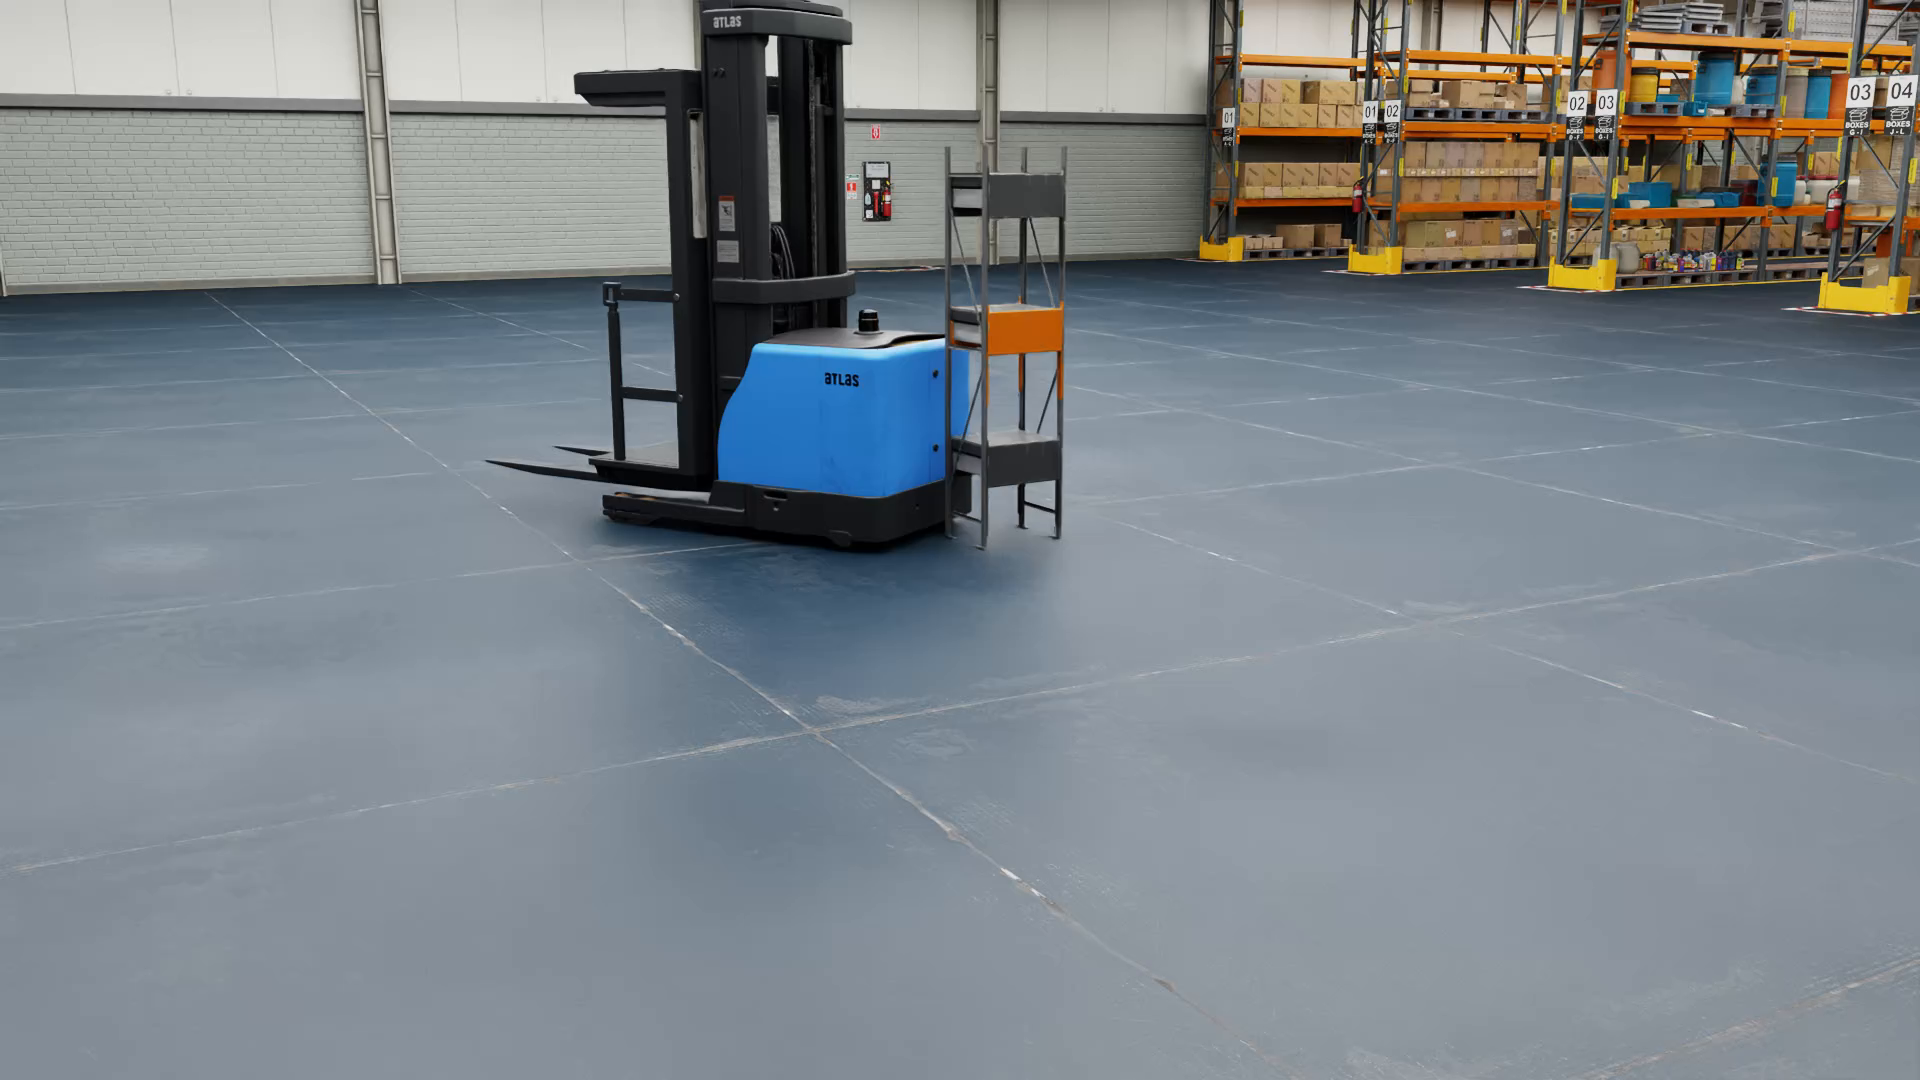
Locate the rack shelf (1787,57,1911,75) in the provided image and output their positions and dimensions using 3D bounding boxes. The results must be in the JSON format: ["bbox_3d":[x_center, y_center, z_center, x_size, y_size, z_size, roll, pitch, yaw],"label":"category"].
[{"bbox_3d":[20.301,-10.684,37.733,4.000,0.370,1.077,-7,14,-28],"label":"rack shelf"}]

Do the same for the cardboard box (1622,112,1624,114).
[{"bbox_3d":[13.704,-8.898,34.370,0.500,0.250,0.500,-7,15,-29],"label":"cardboard box"}]

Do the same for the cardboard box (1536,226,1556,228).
[{"bbox_3d":[12.195,-6.348,34.515,0.500,0.311,0.500,-6,14,-26],"label":"cardboard box"}]

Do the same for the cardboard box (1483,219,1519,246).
[{"bbox_3d":[10.777,-6.146,33.183,0.500,0.500,0.500,-7,14,-28],"label":"cardboard box"}]

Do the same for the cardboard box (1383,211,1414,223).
[{"bbox_3d":[10.170,-7.501,38.589,0.500,0.250,0.500,-7,15,-29],"label":"cardboard box"}]

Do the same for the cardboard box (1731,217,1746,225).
[{"bbox_3d":[17.126,-7.151,37.036,0.500,0.250,0.500,-7,14,-28],"label":"cardboard box"}]

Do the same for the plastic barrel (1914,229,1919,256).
[{"bbox_3d":[18.817,-5.725,32.254,0.708,0.588,0.600,-7,14,-28],"label":"plastic barrel"}]

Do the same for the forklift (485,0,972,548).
[{"bbox_3d":[-1.466,-1.603,9.556,3.031,2.935,1.130,7,15,29],"label":"forklift"}]

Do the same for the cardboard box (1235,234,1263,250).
[{"bbox_3d":[6.286,-6.549,36.501,0.500,0.311,0.500,-9,15,-34],"label":"cardboard box"}]

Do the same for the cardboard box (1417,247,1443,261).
[{"bbox_3d":[9.027,-5.567,32.321,0.500,0.250,0.500,-7,14,-28],"label":"cardboard box"}]

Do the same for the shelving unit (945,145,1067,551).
[{"bbox_3d":[0.238,-1.034,8.921,0.503,2.100,0.431,-8,15,-31],"label":"shelving unit"}]

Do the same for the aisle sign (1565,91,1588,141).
[{"bbox_3d":[10.177,-7.000,27.460,0.004,0.787,0.394,-7,14,-28],"label":"aisle sign"}]

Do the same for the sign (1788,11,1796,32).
[{"bbox_3d":[14.147,-8.820,28.282,0.005,0.325,0.100,-7,14,-28],"label":"sign"}]

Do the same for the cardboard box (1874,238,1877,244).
[{"bbox_3d":[21.298,-7.023,38.933,0.250,0.166,0.380,-7,14,-28],"label":"cardboard box"}]

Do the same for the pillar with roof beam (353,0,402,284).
[{"bbox_3d":[-7.901,-8.035,24.317,0.400,9.000,9.100,-7,14,-28],"label":"pillar with roof beam"}]

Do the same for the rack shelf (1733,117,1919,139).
[{"bbox_3d":[15.649,-7.426,30.079,4.000,0.370,1.077,-7,14,-28],"label":"rack shelf"}]

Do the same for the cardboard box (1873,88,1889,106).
[{"bbox_3d":[13.057,-6.217,23.413,0.500,0.250,0.500,-6,14,-27],"label":"cardboard box"}]

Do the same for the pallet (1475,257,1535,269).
[{"bbox_3d":[10.805,-5.622,33.608,1.213,0.211,1.003,-7,14,-28],"label":"pallet"}]

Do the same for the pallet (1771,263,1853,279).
[{"bbox_3d":[15.636,-4.962,30.675,1.213,0.211,1.003,-7,14,-28],"label":"pallet"}]

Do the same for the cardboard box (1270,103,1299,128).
[{"bbox_3d":[6.991,-9.205,36.074,0.500,0.500,0.500,-6,14,-25],"label":"cardboard box"}]

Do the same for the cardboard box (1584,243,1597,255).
[{"bbox_3d":[12.899,-6.024,34.352,0.500,0.250,0.500,-7,15,-30],"label":"cardboard box"}]

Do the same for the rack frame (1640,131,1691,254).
[{"bbox_3d":[15.034,-7.478,35.507,0.127,3.000,1.000,-7,14,-28],"label":"rack frame"}]

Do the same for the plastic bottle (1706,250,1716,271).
[{"bbox_3d":[13.014,-4.848,28.848,0.185,0.351,0.144,-7,14,-28],"label":"plastic bottle"}]

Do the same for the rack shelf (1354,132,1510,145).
[{"bbox_3d":[10.902,-9.335,38.562,4.000,0.370,1.077,-7,14,-28],"label":"rack shelf"}]

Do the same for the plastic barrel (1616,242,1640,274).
[{"bbox_3d":[11.364,-4.810,28.359,0.421,0.512,0.421,0,13,0],"label":"plastic barrel"}]

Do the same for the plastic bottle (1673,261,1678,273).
[{"bbox_3d":[12.214,-4.673,28.412,0.097,0.201,0.097,0,13,0],"label":"plastic bottle"}]

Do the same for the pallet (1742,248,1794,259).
[{"bbox_3d":[17.849,-6.446,37.271,1.213,0.211,1.003,-7,14,-28],"label":"pallet"}]

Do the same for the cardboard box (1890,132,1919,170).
[{"bbox_3d":[13.369,-5.414,23.153,0.500,0.500,0.500,-7,14,-28],"label":"cardboard box"}]

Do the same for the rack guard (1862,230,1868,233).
[{"bbox_3d":[21.989,-7.093,39.486,0.348,0.500,1.175,-7,14,-28],"label":"rack guard"}]

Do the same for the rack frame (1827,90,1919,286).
[{"bbox_3d":[12.756,-4.727,23.283,0.127,3.000,1.000,-7,14,-28],"label":"rack frame"}]

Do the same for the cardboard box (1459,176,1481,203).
[{"bbox_3d":[9.786,-6.896,32.690,0.500,0.500,0.700,-6,14,-26],"label":"cardboard box"}]

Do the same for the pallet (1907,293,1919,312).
[{"bbox_3d":[13.552,-3.454,23.974,1.213,0.211,1.003,-7,14,-28],"label":"pallet"}]

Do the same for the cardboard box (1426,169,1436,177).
[{"bbox_3d":[8.910,-7.056,31.926,0.250,0.149,0.380,-7,14,-28],"label":"cardboard box"}]

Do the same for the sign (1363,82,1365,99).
[{"bbox_3d":[7.765,-8.600,31.821,0.005,0.325,0.100,-7,14,-28],"label":"sign"}]

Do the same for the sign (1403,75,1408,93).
[{"bbox_3d":[8.273,-8.458,30.856,0.005,0.325,0.100,-7,14,-28],"label":"sign"}]

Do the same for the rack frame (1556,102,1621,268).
[{"bbox_3d":[10.383,-5.682,27.524,0.127,3.000,1.000,-7,14,-28],"label":"rack frame"}]

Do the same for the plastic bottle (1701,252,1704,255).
[{"bbox_3d":[13.185,-4.983,29.605,0.133,0.283,0.061,-7,14,-28],"label":"plastic bottle"}]

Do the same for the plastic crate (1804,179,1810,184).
[{"bbox_3d":[15.839,-6.444,30.764,0.583,0.464,0.402,-7,14,-28],"label":"plastic crate"}]

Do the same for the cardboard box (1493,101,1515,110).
[{"bbox_3d":[10.596,-8.492,32.476,0.250,0.149,0.380,-7,14,-28],"label":"cardboard box"}]

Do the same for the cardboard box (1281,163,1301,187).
[{"bbox_3d":[7.094,-7.989,36.364,0.500,0.500,0.500,-7,15,-30],"label":"cardboard box"}]

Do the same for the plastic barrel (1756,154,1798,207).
[{"bbox_3d":[14.378,-6.330,29.260,0.708,0.901,0.600,-7,14,-28],"label":"plastic barrel"}]

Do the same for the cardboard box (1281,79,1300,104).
[{"bbox_3d":[6.999,-9.694,35.968,0.500,0.500,0.500,-6,14,-26],"label":"cardboard box"}]

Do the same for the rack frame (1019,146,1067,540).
[{"bbox_3d":[0.445,-1.062,9.047,0.015,2.100,0.400,-8,15,-31],"label":"rack frame"}]

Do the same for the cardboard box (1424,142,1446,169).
[{"bbox_3d":[8.934,-7.427,32.097,0.500,0.500,0.700,-7,15,-29],"label":"cardboard box"}]

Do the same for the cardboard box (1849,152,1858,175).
[{"bbox_3d":[19.998,-8.540,37.717,0.500,0.500,0.500,-7,15,-30],"label":"cardboard box"}]

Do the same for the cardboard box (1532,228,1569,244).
[{"bbox_3d":[12.005,-6.190,33.812,0.500,0.311,0.500,-7,14,-28],"label":"cardboard box"}]

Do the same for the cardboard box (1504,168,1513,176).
[{"bbox_3d":[10.711,-7.272,32.883,0.250,0.149,0.380,-7,14,-28],"label":"cardboard box"}]

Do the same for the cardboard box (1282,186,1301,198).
[{"bbox_3d":[7.115,-7.628,36.466,0.500,0.250,0.500,-7,15,-29],"label":"cardboard box"}]

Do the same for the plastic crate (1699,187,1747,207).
[{"bbox_3d":[13.373,-6.042,29.265,0.504,0.338,0.767,-7,14,-28],"label":"plastic crate"}]

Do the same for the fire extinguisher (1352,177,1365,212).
[{"bbox_3d":[7.686,-6.676,32.119,0.183,0.674,0.296,-7,14,-28],"label":"fire extinguisher"}]

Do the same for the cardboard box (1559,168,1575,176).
[{"bbox_3d":[14.560,-8.800,40.428,0.500,0.500,0.500,-6,14,-26],"label":"cardboard box"}]

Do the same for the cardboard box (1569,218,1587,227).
[{"bbox_3d":[14.881,-7.822,40.974,0.750,0.750,0.750,-6,14,-26],"label":"cardboard box"}]

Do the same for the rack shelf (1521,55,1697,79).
[{"bbox_3d":[13.279,-9.649,34.037,4.000,0.370,1.077,-7,14,-28],"label":"rack shelf"}]

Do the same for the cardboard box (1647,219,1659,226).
[{"bbox_3d":[17.316,-7.950,42.340,0.500,0.500,0.700,-7,14,-28],"label":"cardboard box"}]

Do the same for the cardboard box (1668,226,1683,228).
[{"bbox_3d":[15.743,-6.617,36.372,0.500,0.500,0.500,-6,14,-26],"label":"cardboard box"}]

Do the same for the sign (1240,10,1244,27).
[{"bbox_3d":[5.895,-10.908,34.773,0.005,0.325,0.100,-7,14,-28],"label":"sign"}]

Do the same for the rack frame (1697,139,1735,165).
[{"bbox_3d":[19.679,-9.274,43.487,0.127,3.000,1.000,-7,14,-28],"label":"rack frame"}]

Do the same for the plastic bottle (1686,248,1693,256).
[{"bbox_3d":[12.986,-5.020,29.615,0.185,0.351,0.144,-6,14,-26],"label":"plastic bottle"}]
